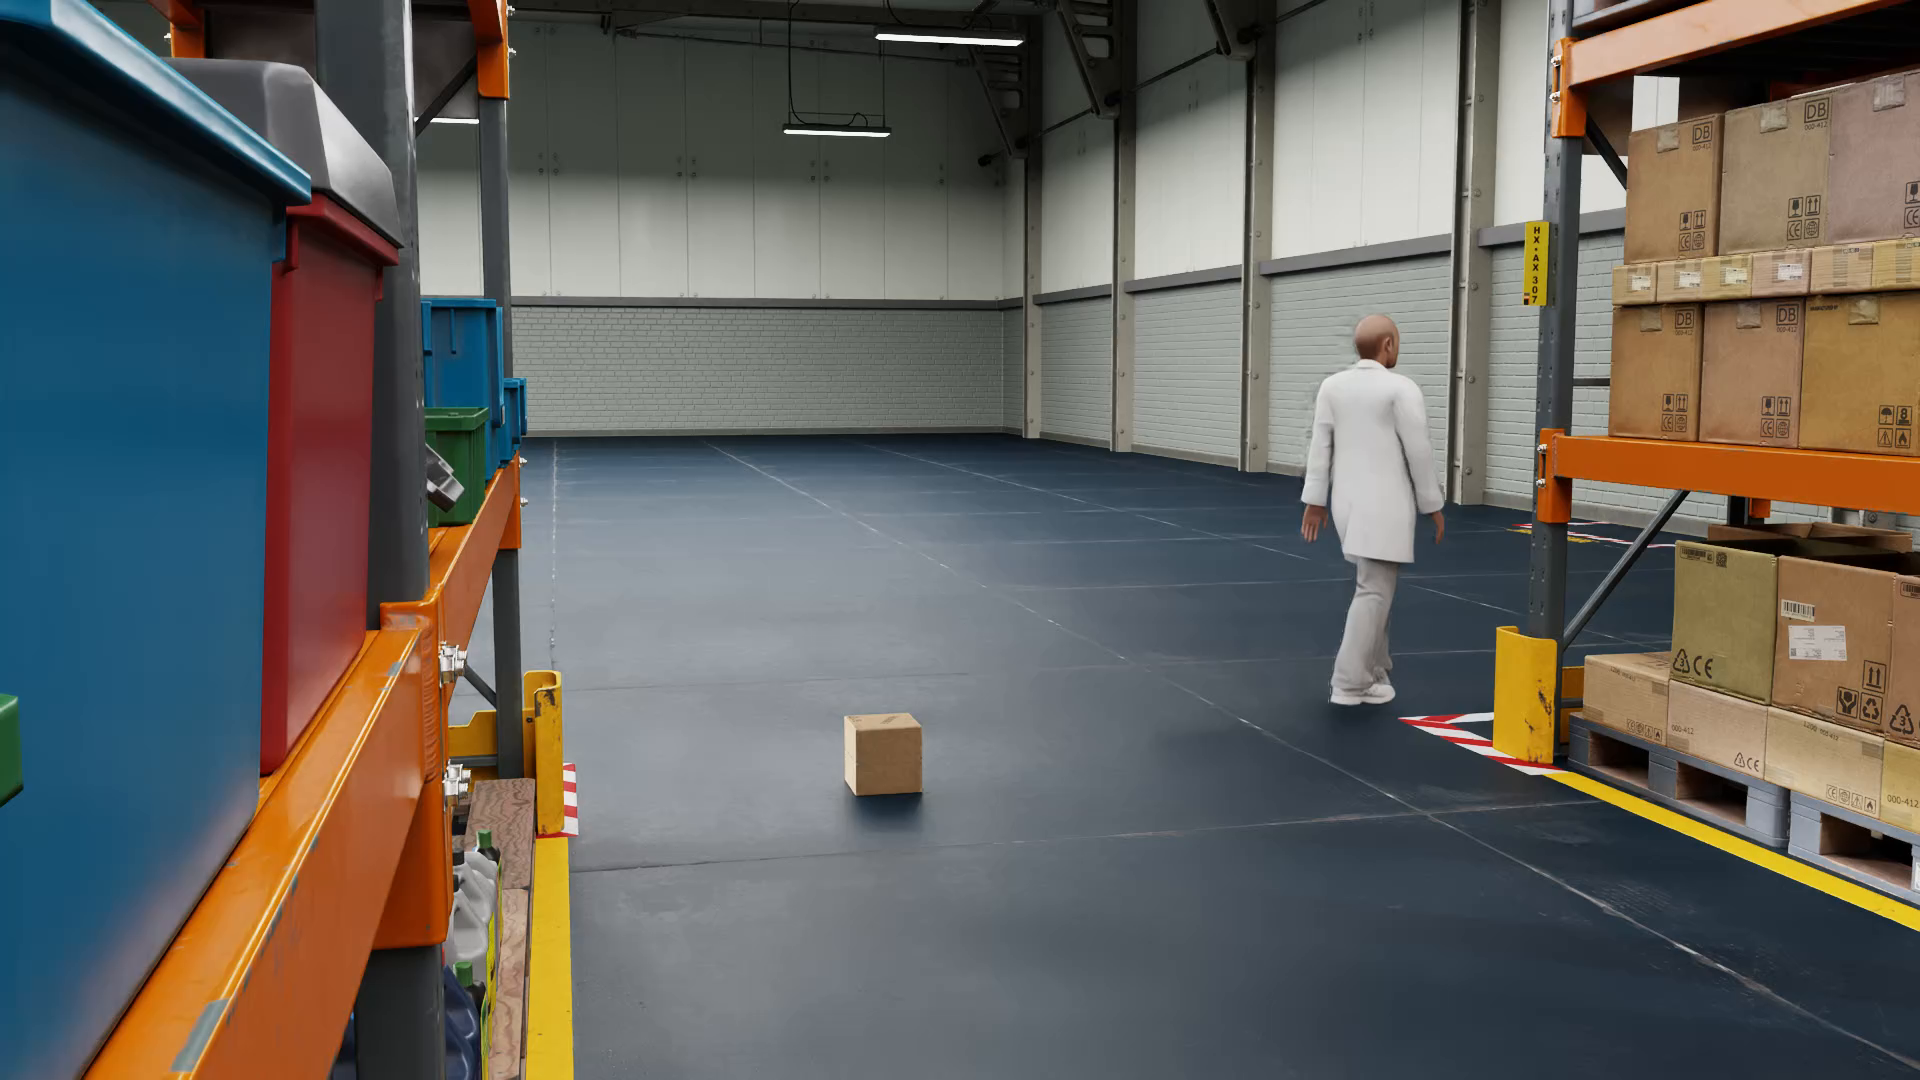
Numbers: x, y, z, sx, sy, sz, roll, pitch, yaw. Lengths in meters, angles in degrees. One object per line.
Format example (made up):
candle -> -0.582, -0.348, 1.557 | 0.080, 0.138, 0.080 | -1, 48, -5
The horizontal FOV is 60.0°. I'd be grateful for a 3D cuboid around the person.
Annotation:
person -> 1.898, -0.107, 7.628 | 0.589, 1.838, 0.637 | -4, 7, -35
